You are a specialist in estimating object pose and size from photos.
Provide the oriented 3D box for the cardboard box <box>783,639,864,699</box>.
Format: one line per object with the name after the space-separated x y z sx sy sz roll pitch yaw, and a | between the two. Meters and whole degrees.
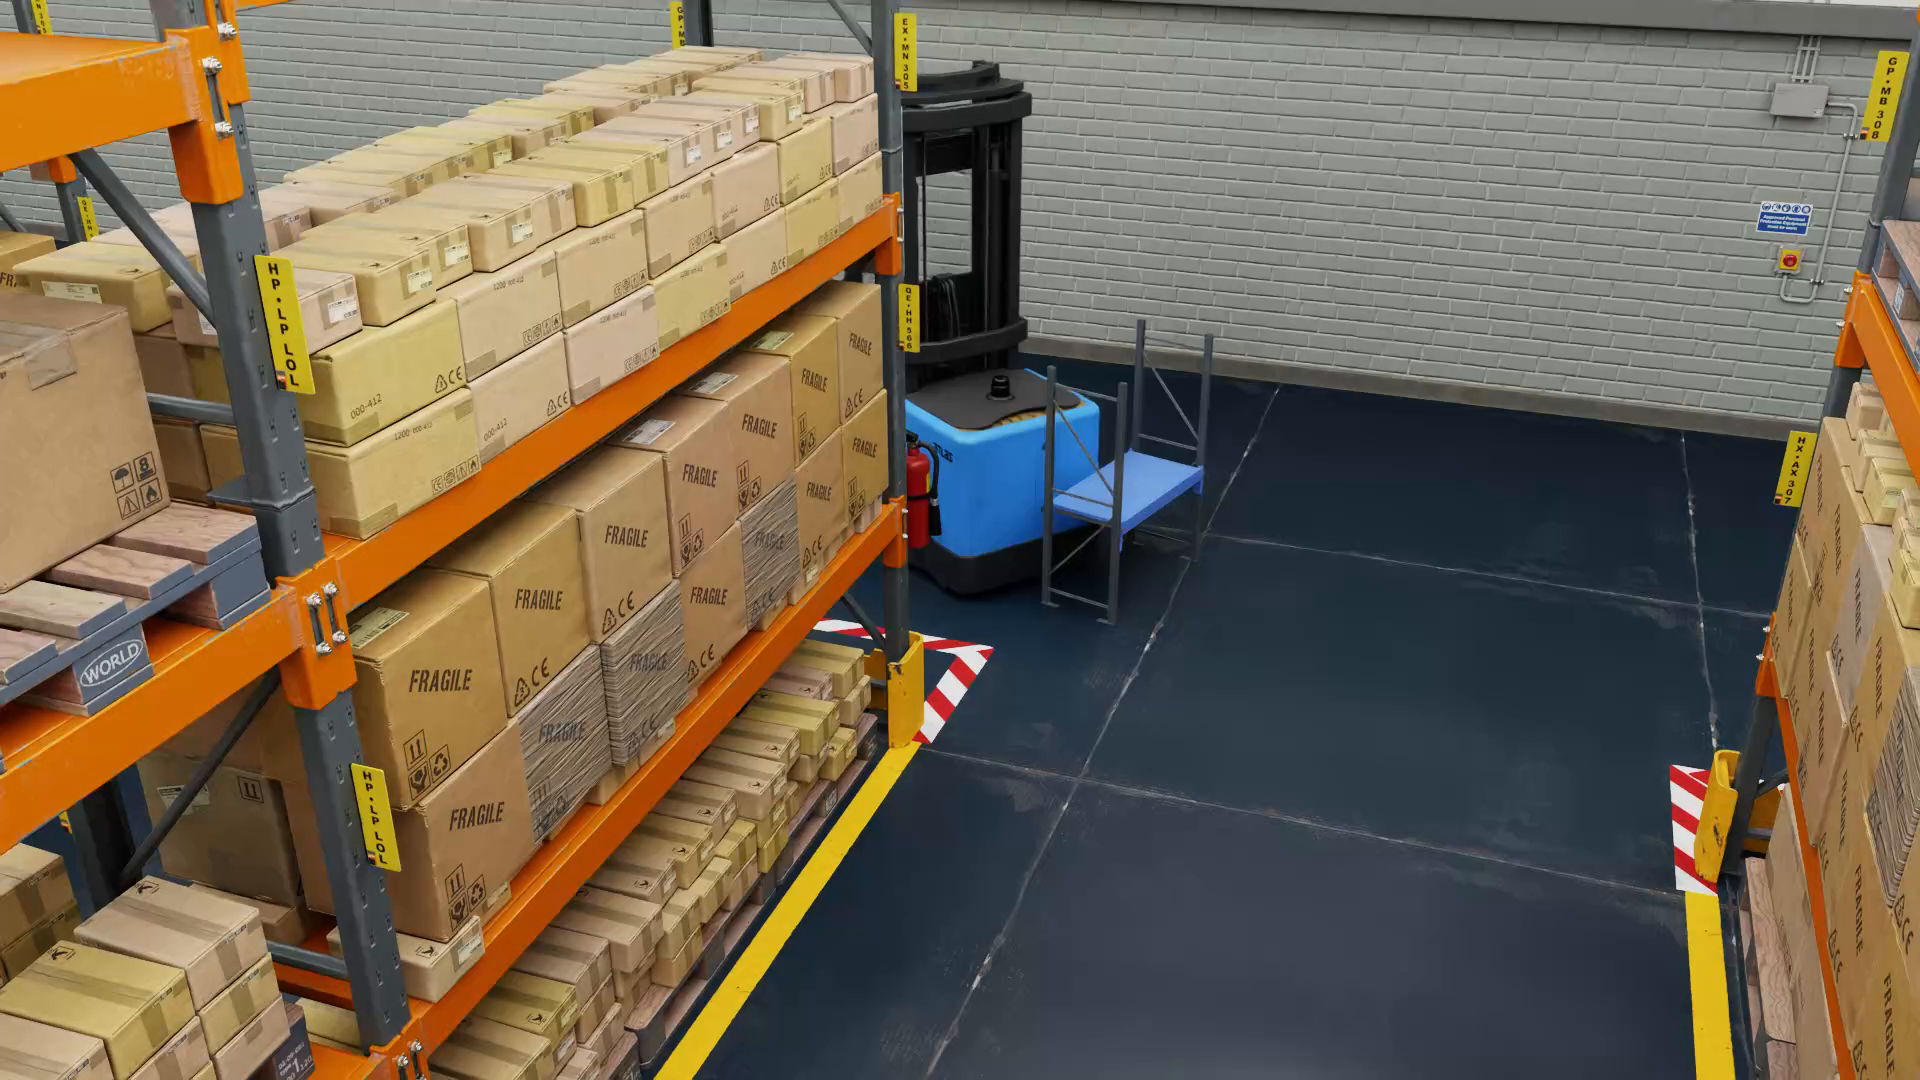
-0.690 0.623 8.128 0.380 0.149 0.250 9 27 18 | cardboard box

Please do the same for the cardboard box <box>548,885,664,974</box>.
-1.362 1.482 6.354 0.380 0.149 0.250 9 27 19 | cardboard box

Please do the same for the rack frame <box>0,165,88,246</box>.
-5.397 -1.219 9.825 1.000 3.000 0.127 9 27 17 | rack frame

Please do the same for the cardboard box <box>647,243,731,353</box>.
-1.154 -0.881 5.858 0.500 0.250 0.500 10 28 20 | cardboard box

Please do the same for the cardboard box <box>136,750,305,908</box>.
-2.190 0.767 5.267 0.500 0.500 0.500 9 27 18 | cardboard box

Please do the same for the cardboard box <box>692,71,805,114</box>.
-0.846 -1.773 6.669 0.380 0.149 0.250 8 27 16 | cardboard box

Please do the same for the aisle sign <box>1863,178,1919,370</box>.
3.699 -1.023 6.438 0.394 0.787 0.004 9 27 17 | aisle sign

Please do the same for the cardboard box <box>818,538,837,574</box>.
-0.783 0.032 7.530 0.380 0.149 0.250 8 27 17 | cardboard box

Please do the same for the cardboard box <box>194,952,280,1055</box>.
-2.031 1.168 4.360 0.380 0.149 0.250 10 27 19 | cardboard box

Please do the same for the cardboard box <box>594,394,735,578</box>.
-1.177 -0.222 6.162 0.500 0.500 0.500 8 27 16 | cardboard box

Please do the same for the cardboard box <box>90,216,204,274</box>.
-2.159 -0.780 4.617 0.380 0.149 0.250 9 27 19 | cardboard box

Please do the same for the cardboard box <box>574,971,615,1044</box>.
-1.523 1.711 6.223 0.380 0.149 0.250 7 27 15 | cardboard box

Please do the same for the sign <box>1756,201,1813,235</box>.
5.778 -2.256 11.657 0.327 0.218 0.001 9 27 17 | sign

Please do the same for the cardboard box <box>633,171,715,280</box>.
-1.187 -1.113 5.763 0.500 0.250 0.500 8 27 15 | cardboard box

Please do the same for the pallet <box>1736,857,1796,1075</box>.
3.756 1.813 6.762 1.003 0.211 1.213 9 27 17 | pallet

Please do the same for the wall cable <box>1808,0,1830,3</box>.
5.576 -4.860 10.462 0.463 3.000 0.029 9 27 17 | wall cable

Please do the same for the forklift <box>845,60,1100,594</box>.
-0.355 -1.594 10.679 1.130 2.935 3.031 -15 30 -29 | forklift

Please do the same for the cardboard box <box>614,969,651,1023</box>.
-1.444 1.731 6.523 0.380 0.149 0.250 8 27 15 | cardboard box

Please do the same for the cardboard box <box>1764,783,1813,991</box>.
3.823 1.468 6.734 0.875 0.438 0.875 8 27 16 | cardboard box

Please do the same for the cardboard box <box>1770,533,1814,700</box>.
3.518 0.329 6.514 0.500 0.500 0.500 9 27 17 | cardboard box

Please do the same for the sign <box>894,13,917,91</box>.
-0.237 -2.118 7.224 0.100 0.325 0.005 9 27 17 | sign

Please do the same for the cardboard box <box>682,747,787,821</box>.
-0.977 1.058 7.229 0.380 0.149 0.250 10 28 19 | cardboard box

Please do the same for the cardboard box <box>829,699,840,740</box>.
-0.797 0.860 7.979 0.380 0.149 0.250 8 27 16 | cardboard box

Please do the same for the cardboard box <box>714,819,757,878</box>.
-1.094 1.292 7.088 0.380 0.149 0.250 10 28 20 | cardboard box

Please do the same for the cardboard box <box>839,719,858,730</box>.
-0.732 0.883 8.274 0.380 0.149 0.250 9 27 18 | cardboard box

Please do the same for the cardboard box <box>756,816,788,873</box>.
-0.987 1.317 7.378 0.380 0.149 0.250 8 27 15 | cardboard box

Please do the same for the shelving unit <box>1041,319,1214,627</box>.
0.994 -0.418 9.893 0.538 1.500 1.048 17 31 31 | shelving unit

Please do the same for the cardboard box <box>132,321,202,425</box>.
-2.170 -0.548 4.597 0.500 0.250 0.500 7 27 15 | cardboard box

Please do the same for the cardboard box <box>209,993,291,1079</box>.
-2.030 1.302 4.425 0.380 0.149 0.250 8 27 16 | cardboard box

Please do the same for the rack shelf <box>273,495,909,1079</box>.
-1.419 0.688 6.713 1.077 0.370 4.000 9 27 17 | rack shelf

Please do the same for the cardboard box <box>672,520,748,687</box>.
-1.172 0.209 6.420 0.500 0.500 0.500 10 28 20 | cardboard box

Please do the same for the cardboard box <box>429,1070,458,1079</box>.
-1.774 1.901 5.489 0.380 0.149 0.250 10 28 20 | cardboard box

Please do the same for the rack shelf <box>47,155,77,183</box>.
-6.062 -1.423 7.631 1.077 0.370 4.000 9 27 17 | rack shelf

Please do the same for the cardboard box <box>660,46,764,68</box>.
-1.076 -2.045 7.230 0.380 0.149 0.250 9 27 17 | cardboard box

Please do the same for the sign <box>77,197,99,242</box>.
-4.890 -1.762 9.347 0.100 0.325 0.005 9 27 17 | sign

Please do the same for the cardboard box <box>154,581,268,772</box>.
-2.183 0.325 5.034 0.500 0.500 0.500 8 27 16 | cardboard box

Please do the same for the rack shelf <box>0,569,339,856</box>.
-2.750 0.982 2.664 1.077 0.370 4.000 9 27 17 | rack shelf

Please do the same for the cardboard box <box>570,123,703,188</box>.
-1.120 -1.337 5.767 0.380 0.149 0.250 8 27 16 | cardboard box

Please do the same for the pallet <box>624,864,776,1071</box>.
-1.490 1.657 7.086 1.003 0.211 1.213 9 27 17 | pallet

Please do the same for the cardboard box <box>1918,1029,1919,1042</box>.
2.514 1.133 3.705 0.500 0.500 0.500 9 27 17 | cardboard box

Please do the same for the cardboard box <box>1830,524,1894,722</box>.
3.191 0.305 5.415 0.500 0.500 0.500 9 27 17 | cardboard box

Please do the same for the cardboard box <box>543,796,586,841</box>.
-1.530 0.885 5.768 0.380 0.149 0.250 8 27 15 | cardboard box

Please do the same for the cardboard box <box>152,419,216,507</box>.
-2.176 -0.338 4.735 0.500 0.250 0.500 9 27 19 | cardboard box

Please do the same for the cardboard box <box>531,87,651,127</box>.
-1.404 -1.621 6.354 0.380 0.149 0.250 10 27 19 | cardboard box

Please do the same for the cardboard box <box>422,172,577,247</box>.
-1.411 -1.013 5.100 0.380 0.149 0.250 8 27 16 | cardboard box

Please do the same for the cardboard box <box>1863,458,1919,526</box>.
3.284 -0.144 5.599 0.380 0.149 0.250 8 27 16 | cardboard box

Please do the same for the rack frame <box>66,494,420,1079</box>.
-2.084 1.186 4.859 1.000 3.000 0.127 9 27 17 | rack frame

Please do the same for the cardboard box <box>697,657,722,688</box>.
-1.180 0.458 6.650 0.380 0.149 0.250 9 27 18 | cardboard box

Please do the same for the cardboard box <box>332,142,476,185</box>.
-1.832 -1.205 5.495 0.380 0.149 0.250 9 27 17 | cardboard box

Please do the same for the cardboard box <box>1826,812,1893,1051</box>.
2.850 1.169 4.780 0.500 0.500 0.500 8 27 17 | cardboard box

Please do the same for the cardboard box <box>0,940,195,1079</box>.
-2.122 1.146 4.065 0.380 0.149 0.250 8 27 16 | cardboard box
